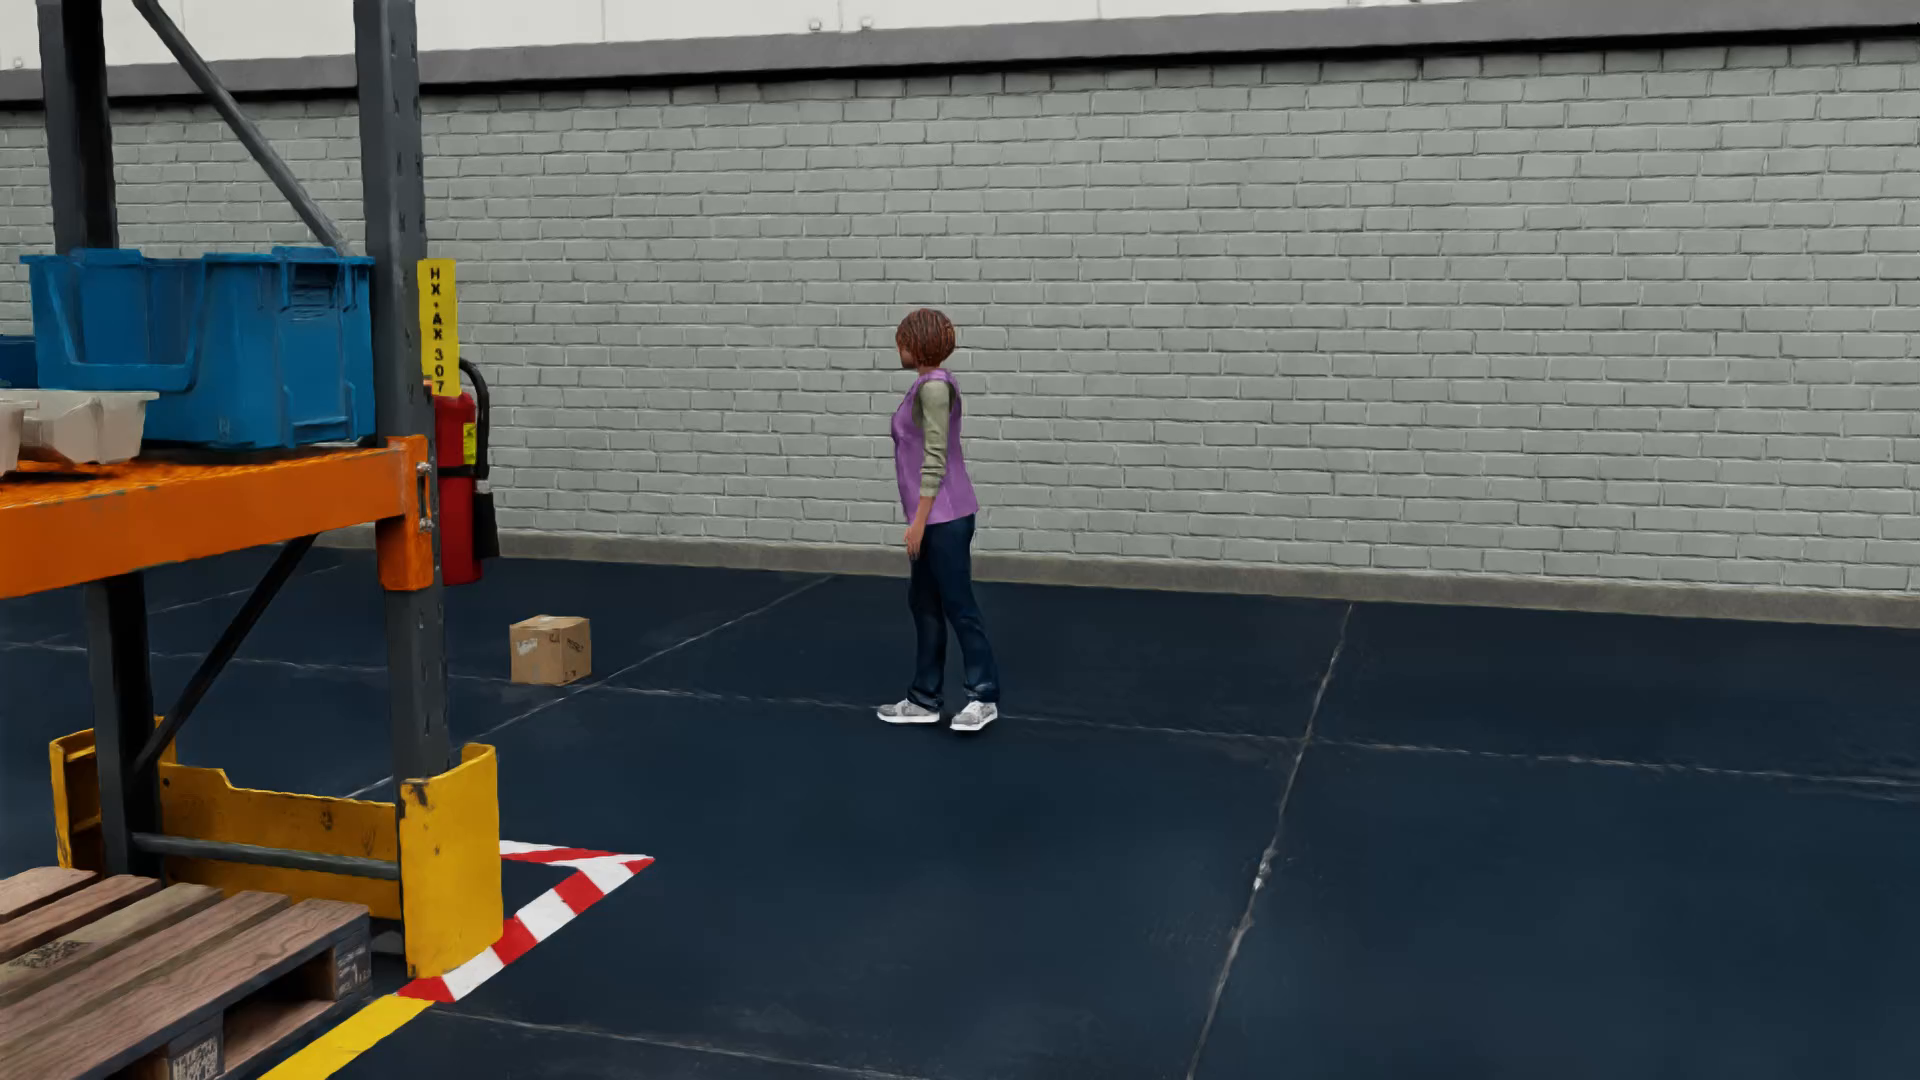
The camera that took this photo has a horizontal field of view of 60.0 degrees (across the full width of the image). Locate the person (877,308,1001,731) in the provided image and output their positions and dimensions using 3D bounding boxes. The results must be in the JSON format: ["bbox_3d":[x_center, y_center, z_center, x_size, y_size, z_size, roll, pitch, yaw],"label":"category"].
[{"bbox_3d":[-0.075,-0.061,6.293,0.463,1.591,0.422,-1,9,-8],"label":"person"}]
